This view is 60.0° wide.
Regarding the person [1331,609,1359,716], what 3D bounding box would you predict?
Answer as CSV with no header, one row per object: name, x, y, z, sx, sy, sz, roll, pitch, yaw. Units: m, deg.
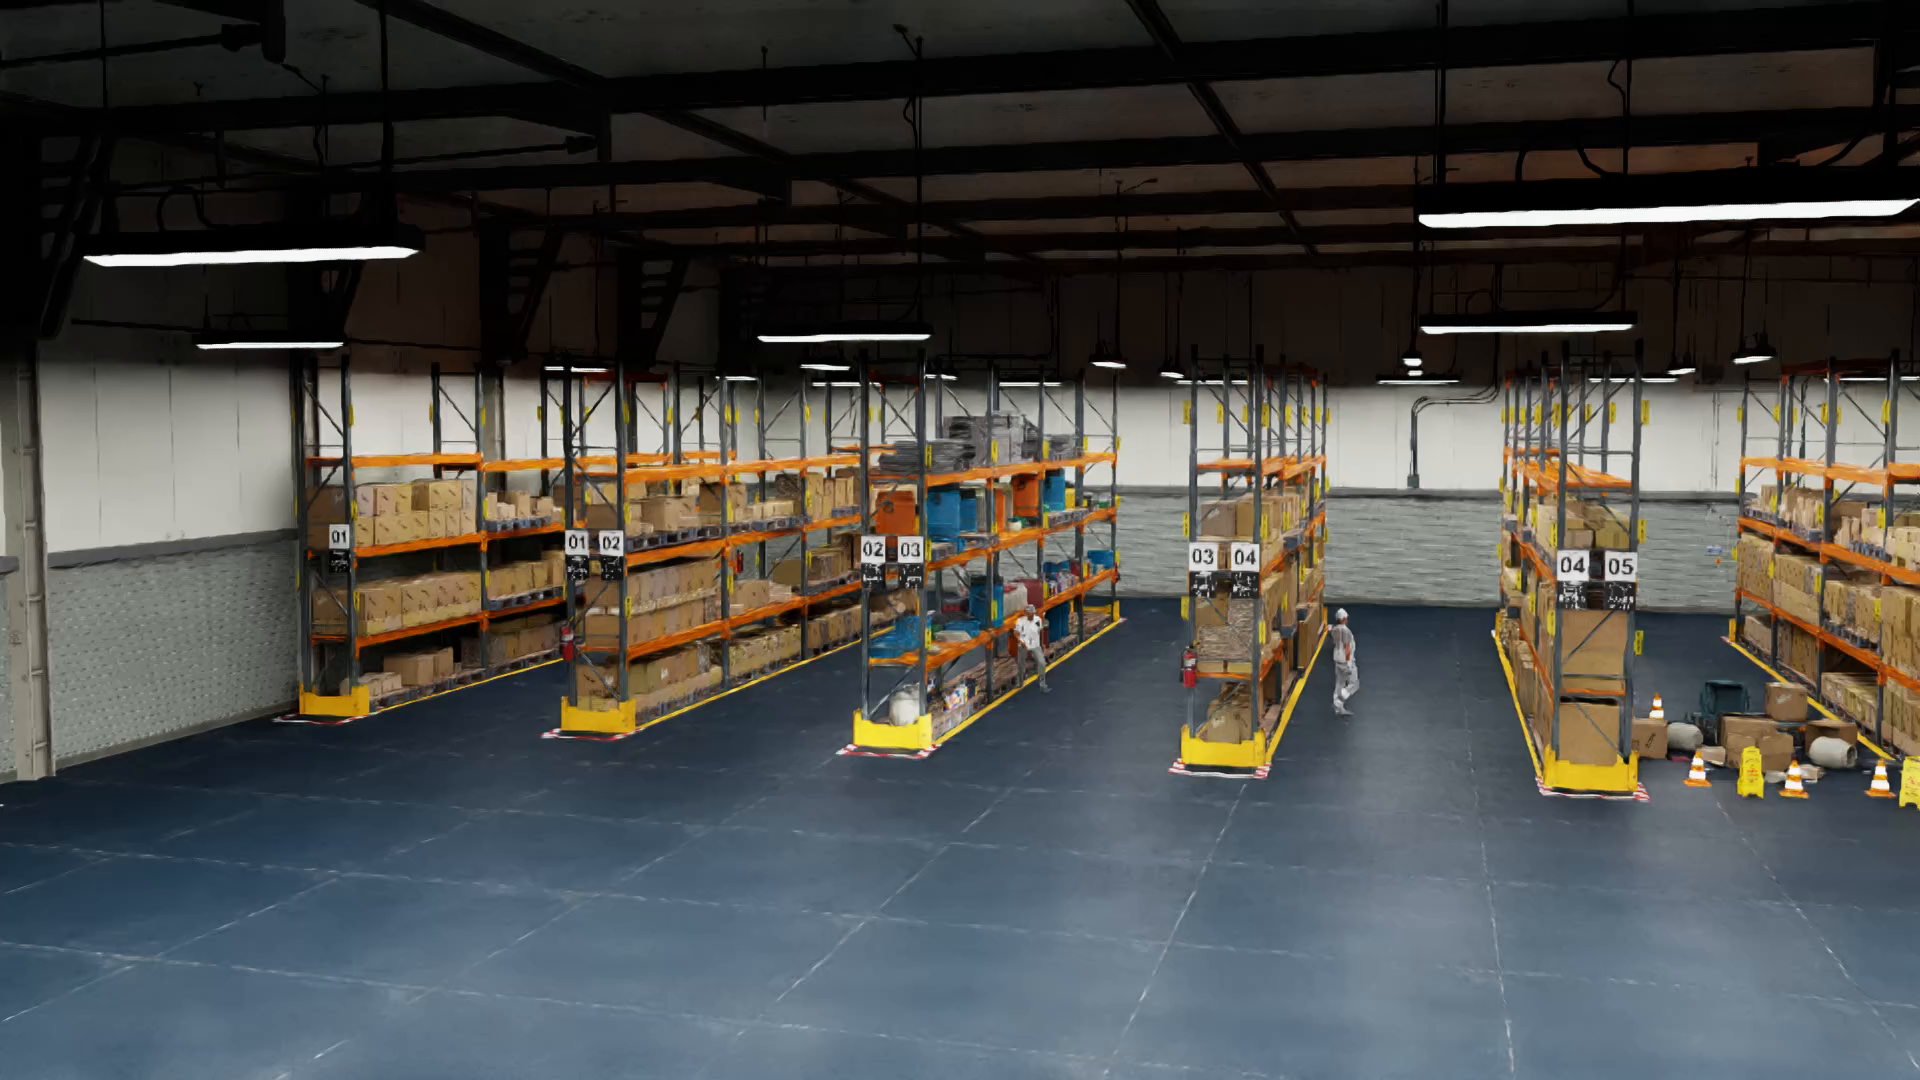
person,6.352,2.040,27.634,0.443,1.777,0.594,-1,4,-14

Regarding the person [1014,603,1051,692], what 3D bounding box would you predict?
person,1.288,1.936,30.172,0.653,1.605,0.771,0,4,-5

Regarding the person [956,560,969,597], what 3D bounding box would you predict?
person,0.074,1.225,39.720,0.341,1.571,0.559,0,4,6
